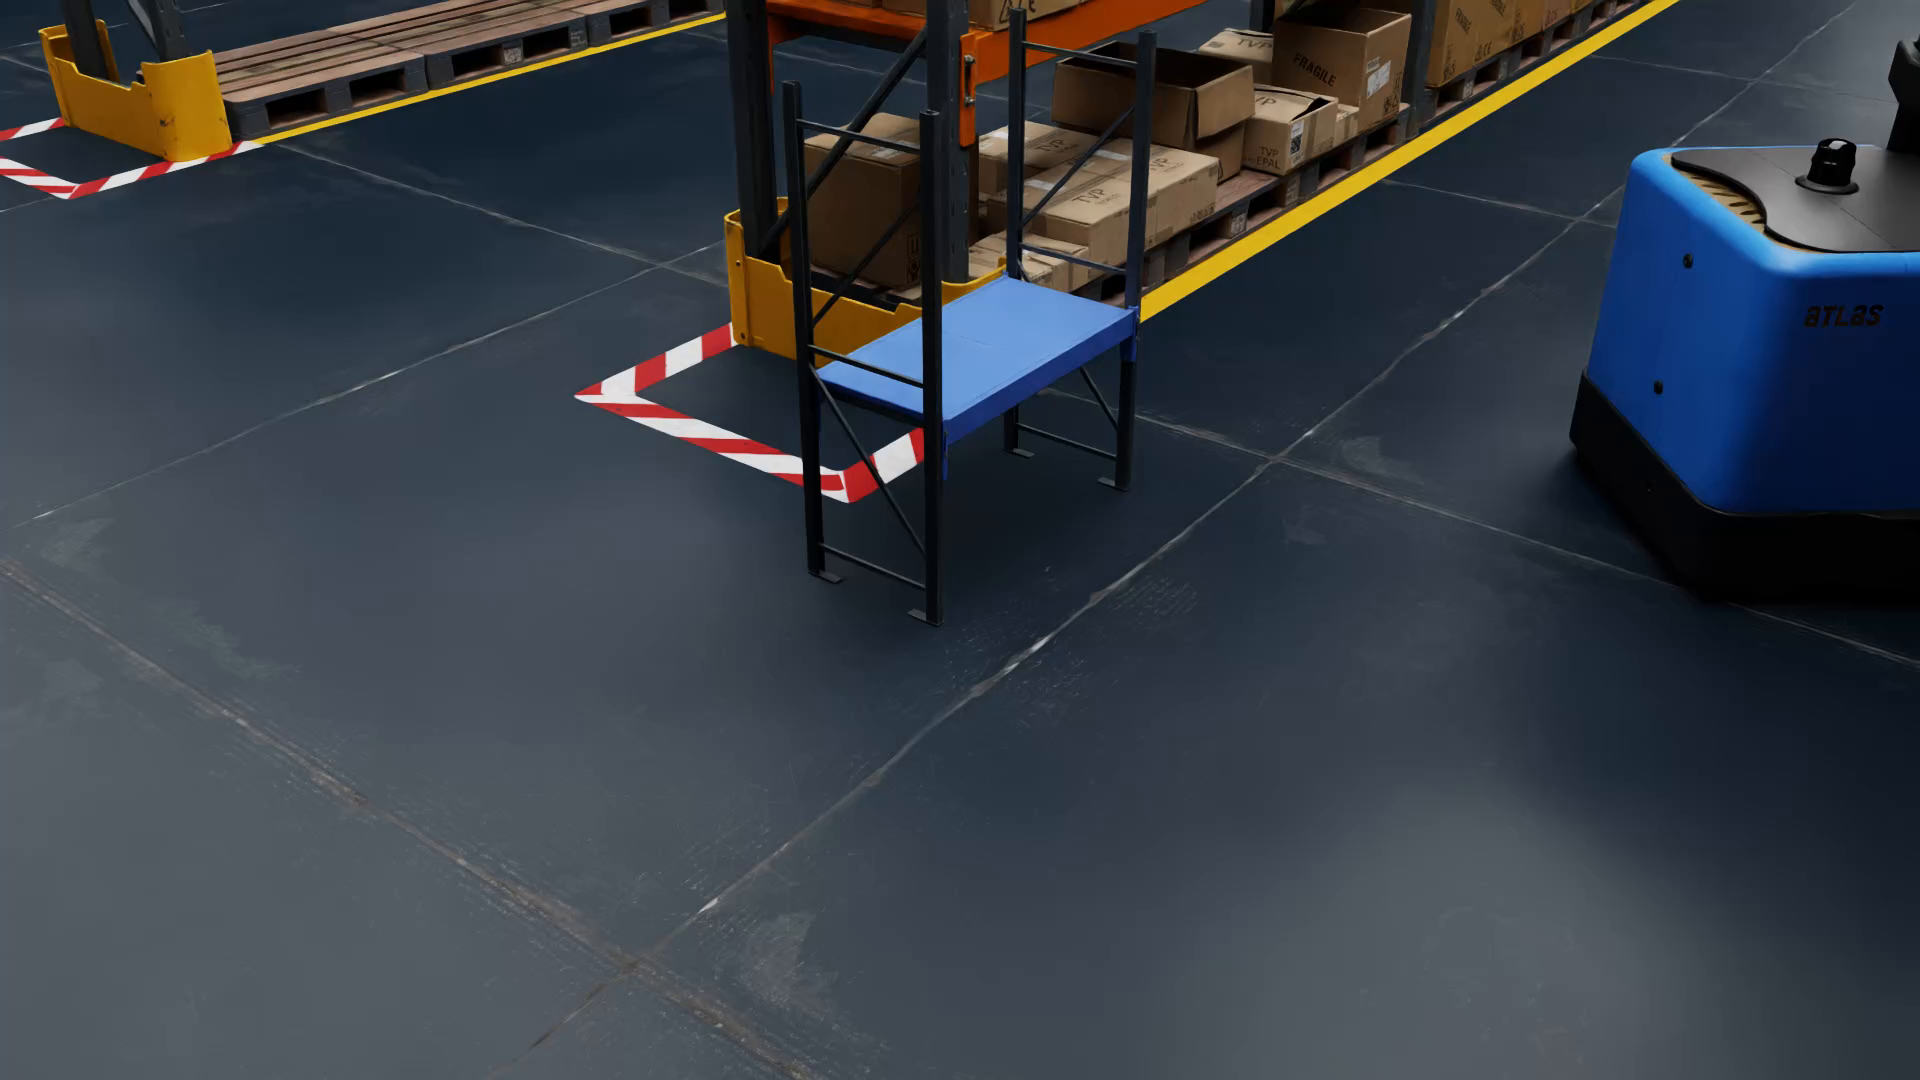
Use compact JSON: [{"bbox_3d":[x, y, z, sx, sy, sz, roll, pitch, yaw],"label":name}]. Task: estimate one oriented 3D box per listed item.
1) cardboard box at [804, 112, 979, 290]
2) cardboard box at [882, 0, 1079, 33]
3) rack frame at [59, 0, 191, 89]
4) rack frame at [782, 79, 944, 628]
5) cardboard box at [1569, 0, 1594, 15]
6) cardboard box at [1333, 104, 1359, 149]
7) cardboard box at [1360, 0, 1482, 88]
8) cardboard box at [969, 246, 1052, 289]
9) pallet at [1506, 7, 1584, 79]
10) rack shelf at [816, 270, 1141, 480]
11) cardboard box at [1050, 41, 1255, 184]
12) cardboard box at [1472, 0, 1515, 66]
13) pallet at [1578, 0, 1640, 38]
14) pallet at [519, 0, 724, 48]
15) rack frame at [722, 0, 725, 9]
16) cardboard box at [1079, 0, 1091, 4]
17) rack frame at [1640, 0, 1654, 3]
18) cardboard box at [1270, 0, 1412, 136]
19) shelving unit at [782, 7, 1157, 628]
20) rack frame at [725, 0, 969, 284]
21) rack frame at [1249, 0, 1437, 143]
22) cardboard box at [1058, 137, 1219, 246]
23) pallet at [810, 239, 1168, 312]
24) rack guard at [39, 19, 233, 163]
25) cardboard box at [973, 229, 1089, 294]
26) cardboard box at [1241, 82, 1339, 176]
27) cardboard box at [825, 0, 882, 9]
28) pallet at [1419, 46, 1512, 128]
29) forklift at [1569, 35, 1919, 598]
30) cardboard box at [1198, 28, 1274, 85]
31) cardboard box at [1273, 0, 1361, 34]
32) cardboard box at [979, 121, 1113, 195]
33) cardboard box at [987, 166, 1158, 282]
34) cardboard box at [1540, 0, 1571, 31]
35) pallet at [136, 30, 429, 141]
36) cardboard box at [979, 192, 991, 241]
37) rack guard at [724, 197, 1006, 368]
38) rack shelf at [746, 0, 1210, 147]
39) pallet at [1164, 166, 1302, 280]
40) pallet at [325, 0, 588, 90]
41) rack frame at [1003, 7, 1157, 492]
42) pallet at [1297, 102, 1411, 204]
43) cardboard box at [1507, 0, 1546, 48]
[{"bbox_3d":[-0.271,-1.357,6.617,0.500,0.500,0.500,21,37,31],"label":"cardboard box"},{"bbox_3d":[0.075,-2.088,5.733,0.500,0.500,0.500,22,37,32],"label":"cardboard box"},{"bbox_3d":[-4.350,-3.472,8.166,1.000,3.000,0.127,21,37,31],"label":"rack frame"},{"bbox_3d":[-0.255,-0.473,4.577,0.500,1.500,0.032,21,37,31],"label":"rack frame"},{"bbox_3d":[3.736,-3.649,10.485,0.500,0.500,0.500,20,36,30],"label":"cardboard box"},{"bbox_3d":[1.716,-2.045,8.123,0.380,0.149,0.250,21,37,31],"label":"cardboard box"},{"bbox_3d":[2.498,-2.807,9.065,0.500,0.500,0.500,19,36,29],"label":"cardboard box"},{"bbox_3d":[0.124,-0.973,6.315,0.380,0.149,0.250,21,37,31],"label":"cardboard box"},{"bbox_3d":[3.209,-3.212,10.463,1.003,0.211,1.213,21,37,31],"label":"pallet"},{"bbox_3d":[0.051,-0.525,5.018,0.538,0.185,1.000,21,37,31],"label":"rack shelf"},{"bbox_3d":[0.882,-1.922,7.568,0.797,0.503,0.637,21,37,31],"label":"cardboard box"},{"bbox_3d":[2.811,-3.027,9.437,0.500,0.500,0.500,22,37,32],"label":"cardboard box"},{"bbox_3d":[3.946,-3.706,11.296,1.003,0.211,1.213,21,37,31],"label":"pallet"},{"bbox_3d":[-2.348,-3.587,11.096,1.003,0.211,1.213,21,37,31],"label":"pallet"},{"bbox_3d":[-1.935,-5.098,10.909,1.000,3.000,0.127,21,37,31],"label":"rack frame"},{"bbox_3d":[0.383,-2.299,6.090,0.500,0.500,0.500,21,36,31],"label":"cardboard box"},{"bbox_3d":[4.426,-5.198,11.078,1.000,3.000,0.127,21,37,31],"label":"rack frame"},{"bbox_3d":[1.894,-2.367,8.322,0.500,0.500,0.500,21,37,31],"label":"cardboard box"},{"bbox_3d":[0.051,-0.680,4.926,0.538,1.500,1.048,21,37,31],"label":"shelving unit"},{"bbox_3d":[-0.403,-1.946,5.591,1.000,3.000,0.127,21,37,31],"label":"rack frame"},{"bbox_3d":[2.012,-3.572,8.335,1.000,3.000,0.127,21,37,31],"label":"rack frame"},{"bbox_3d":[0.755,-1.492,7.091,0.500,0.250,0.500,21,37,31],"label":"cardboard box"},{"bbox_3d":[0.124,-1.101,6.902,1.003,0.211,1.213,21,37,31],"label":"pallet"},{"bbox_3d":[-4.354,-2.383,8.780,1.175,0.500,0.348,21,37,31],"label":"rack guard"},{"bbox_3d":[0.275,-1.082,6.481,0.380,0.166,0.250,21,37,31],"label":"cardboard box"},{"bbox_3d":[1.441,-1.980,7.855,0.500,0.311,0.500,21,37,31],"label":"cardboard box"},{"bbox_3d":[-0.349,-2.255,6.014,0.500,0.500,0.500,22,37,33],"label":"cardboard box"},{"bbox_3d":[2.473,-2.714,9.623,1.003,0.211,1.213,21,37,31],"label":"pallet"},{"bbox_3d":[3.624,-1.371,4.688,3.031,2.935,1.130,-2,31,-3],"label":"forklift"},{"bbox_3d":[1.586,-2.500,8.732,0.500,0.311,0.500,21,37,31],"label":"cardboard box"},{"bbox_3d":[2.081,-2.974,9.347,0.500,0.500,0.500,21,37,31],"label":"cardboard box"},{"bbox_3d":[0.327,-1.626,7.317,0.500,0.250,0.500,21,37,31],"label":"cardboard box"},{"bbox_3d":[0.454,-1.289,6.749,0.500,0.250,0.500,21,37,31],"label":"cardboard box"},{"bbox_3d":[3.425,-3.434,10.122,0.500,0.500,0.500,20,36,30],"label":"cardboard box"},{"bbox_3d":[-3.821,-2.595,9.422,1.003,0.211,1.213,21,37,31],"label":"pallet"},{"bbox_3d":[0.045,-1.350,6.933,0.380,0.166,0.250,21,37,31],"label":"cardboard box"},{"bbox_3d":[-0.357,-0.901,6.281,1.175,0.500,0.348,21,37,31],"label":"rack guard"},{"bbox_3d":[0.805,-2.449,7.146,1.077,0.370,4.000,21,37,31],"label":"rack shelf"},{"bbox_3d":[0.861,-1.595,7.735,1.003,0.211,1.213,21,37,31],"label":"pallet"},{"bbox_3d":[-3.084,-3.089,10.255,1.003,0.211,1.213,21,37,31],"label":"pallet"},{"bbox_3d":[0.358,-0.887,5.275,0.500,1.500,0.032,21,37,31],"label":"rack frame"},{"bbox_3d":[1.597,-2.093,8.575,1.003,0.211,1.213,21,37,31],"label":"pallet"},{"bbox_3d":[3.119,-3.228,9.775,0.500,0.500,0.500,22,37,32],"label":"cardboard box"}]
